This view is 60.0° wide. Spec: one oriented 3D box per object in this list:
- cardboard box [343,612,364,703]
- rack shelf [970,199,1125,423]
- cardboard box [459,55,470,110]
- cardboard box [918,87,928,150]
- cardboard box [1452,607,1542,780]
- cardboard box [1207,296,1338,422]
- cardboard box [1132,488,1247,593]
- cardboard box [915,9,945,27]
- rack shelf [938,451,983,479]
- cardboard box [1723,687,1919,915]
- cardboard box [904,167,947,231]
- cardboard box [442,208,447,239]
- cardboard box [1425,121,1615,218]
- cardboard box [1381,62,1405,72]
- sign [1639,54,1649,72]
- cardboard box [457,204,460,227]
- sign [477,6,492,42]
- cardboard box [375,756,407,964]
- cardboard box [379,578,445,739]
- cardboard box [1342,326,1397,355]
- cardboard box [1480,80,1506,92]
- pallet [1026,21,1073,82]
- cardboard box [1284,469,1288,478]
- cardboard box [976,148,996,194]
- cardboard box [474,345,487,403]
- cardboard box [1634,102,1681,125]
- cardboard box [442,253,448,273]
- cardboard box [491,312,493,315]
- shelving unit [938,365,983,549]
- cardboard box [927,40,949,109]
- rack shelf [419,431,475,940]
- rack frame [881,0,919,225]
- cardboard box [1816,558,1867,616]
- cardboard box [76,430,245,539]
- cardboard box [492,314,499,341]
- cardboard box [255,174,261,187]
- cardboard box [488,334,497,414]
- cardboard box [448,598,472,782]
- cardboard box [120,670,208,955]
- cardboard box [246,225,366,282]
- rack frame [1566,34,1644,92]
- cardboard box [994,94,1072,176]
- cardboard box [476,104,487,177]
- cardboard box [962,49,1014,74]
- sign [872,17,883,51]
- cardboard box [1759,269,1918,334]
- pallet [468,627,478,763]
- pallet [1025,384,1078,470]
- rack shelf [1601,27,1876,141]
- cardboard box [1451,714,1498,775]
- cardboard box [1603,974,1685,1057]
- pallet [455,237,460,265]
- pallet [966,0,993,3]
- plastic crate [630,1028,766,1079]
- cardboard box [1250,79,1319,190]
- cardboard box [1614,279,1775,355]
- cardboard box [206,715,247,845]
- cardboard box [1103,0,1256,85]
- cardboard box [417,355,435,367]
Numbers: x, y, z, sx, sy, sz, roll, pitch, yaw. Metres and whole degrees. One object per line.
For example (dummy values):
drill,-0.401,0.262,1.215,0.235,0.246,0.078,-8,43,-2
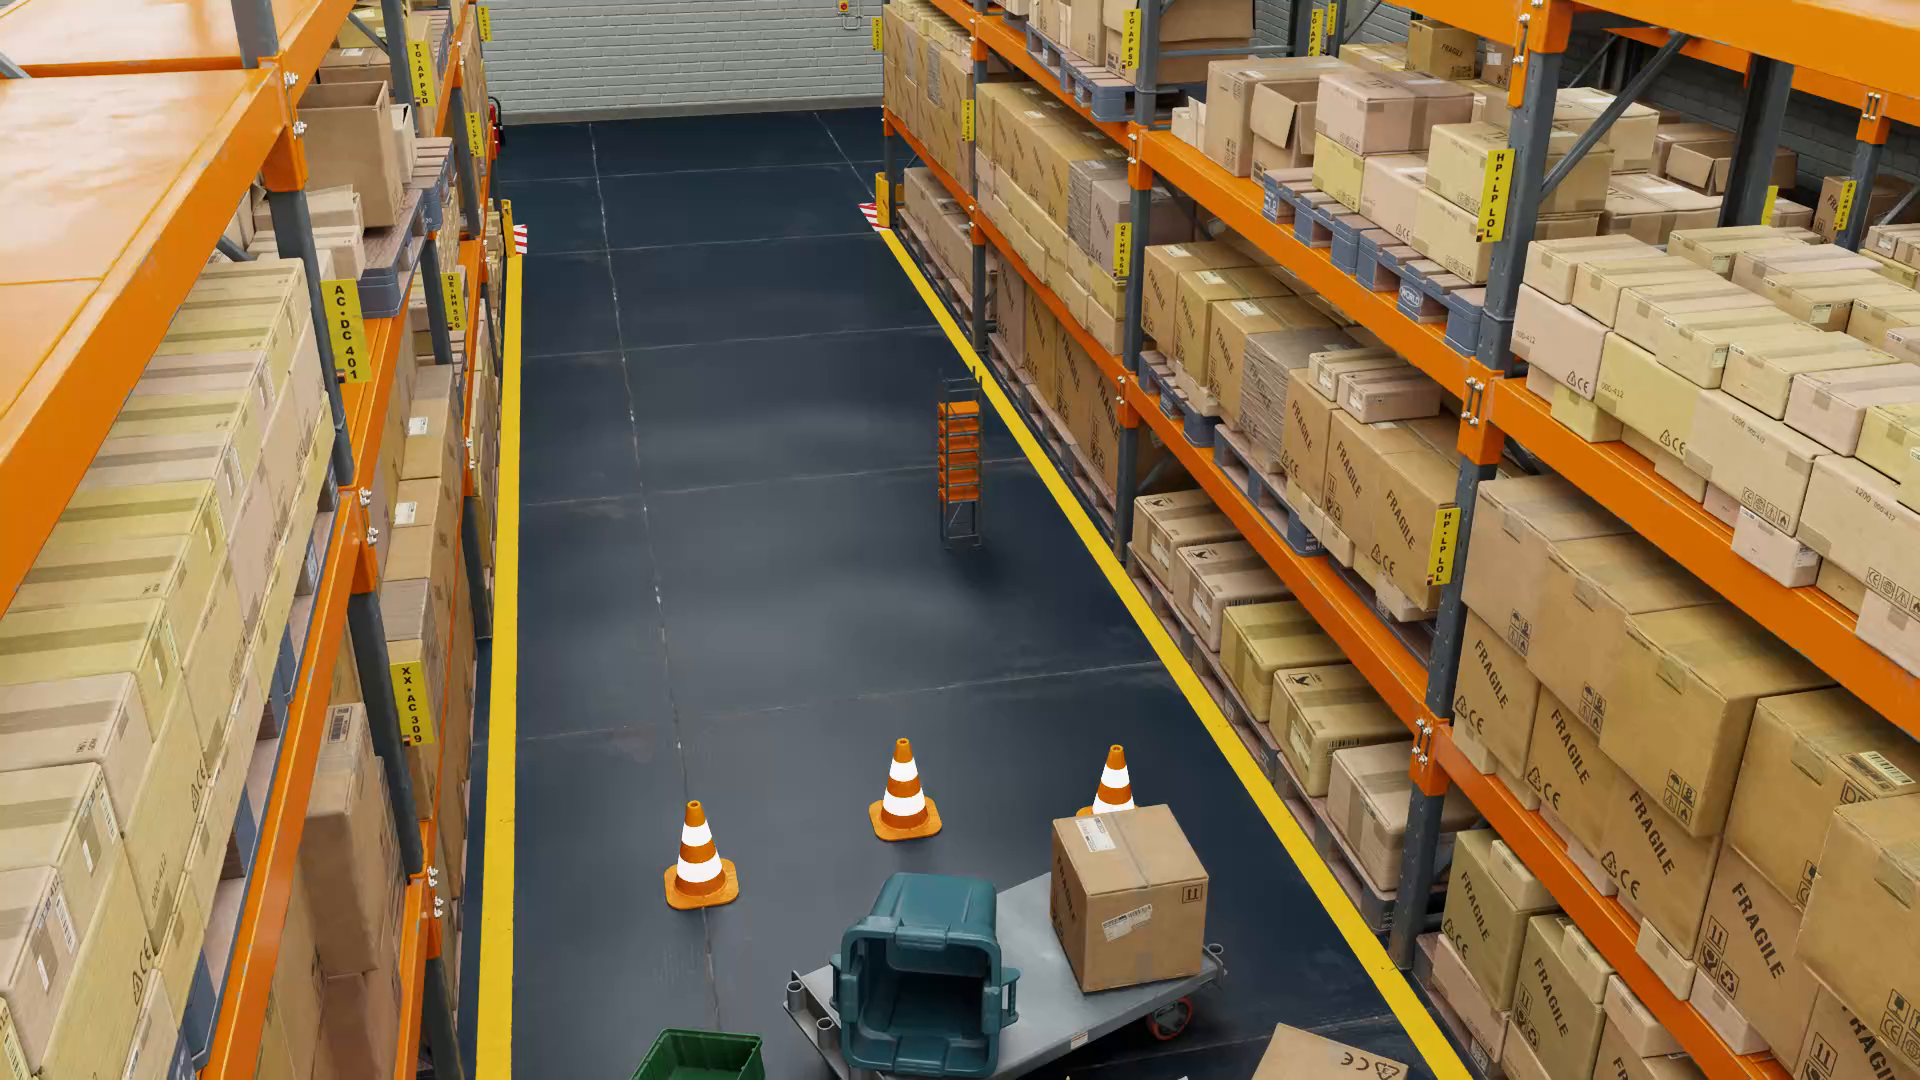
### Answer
cardboard box,-2.510,0.326,5.902,0.700,0.500,0.500,-6,27,-12
rack shelf,1.056,-1.826,12.184,1.077,0.370,4.000,-6,27,-12
cardboard box,-4.191,-3.551,13.252,0.500,0.500,0.500,-7,28,-13
cardboard box,-0.101,-3.923,15.430,0.500,0.500,0.500,-5,27,-10
cardboard box,2.236,0.531,6.275,0.500,0.500,0.500,-6,27,-12
cardboard box,1.633,-0.952,8.747,0.500,0.500,0.500,-5,27,-11
cardboard box,1.624,-0.034,10.286,0.950,0.372,0.625,-8,28,-15
cardboard box,-0.208,-4.807,15.350,0.380,0.149,0.250,-6,27,-11
rack shelf,0.003,-0.490,10.834,0.258,0.103,0.180,-6,27,-12
cardboard box,2.683,0.748,4.736,0.700,0.500,0.500,-6,27,-12
cardboard box,-0.050,-3.545,17.169,0.875,0.438,0.875,-7,28,-13
cardboard box,-3.621,-2.090,11.061,0.380,0.149,0.250,-7,28,-14
cardboard box,2.153,-1.437,6.432,0.500,0.250,0.500,-5,27,-10
cardboard box,4.610,-4.683,16.881,0.500,0.250,0.500,-6,27,-13
sign,5.980,-4.106,14.617,0.100,0.325,0.005,-6,27,-12
cardboard box,-3.912,-2.399,12.334,0.380,0.149,0.250,-7,28,-13
sign,-4.551,-4.940,15.918,0.100,0.325,0.005,-6,27,-12
cardboard box,-2.297,1.128,5.367,0.875,0.550,0.550,-6,27,-12
cardboard box,-2.363,0.510,6.647,0.500,0.500,0.500,-6,27,-11
cardboard box,2.244,-0.776,8.397,0.500,0.500,0.500,-7,28,-14
cardboard box,5.358,-4.288,16.099,0.500,0.250,0.500,-5,27,-10
pallet,1.055,-3.292,11.170,1.003,0.211,1.213,-5,27,-9
cardboard box,1.848,-0.362,8.297,0.380,0.149,0.250,-7,28,-13
cardboard box,0.430,-2.960,13.243,0.500,0.250,0.500,-7,28,-13
cardboard box,-3.545,-1.125,11.473,0.500,0.250,0.500,-7,28,-14
cardboard box,5.448,-3.300,13.729,0.700,0.500,0.500,-6,27,-11
cardboard box,-3.498,-1.728,10.674,0.380,0.149,0.250,-6,27,-12
cardboard box,-4.130,-1.806,14.044,0.380,0.149,0.250,-6,27,-12
shelving unit,0.003,-0.529,10.814,0.258,1.200,0.189,-6,27,-12
cardboard box,-0.001,-4.141,14.752,0.500,0.500,0.500,-6,27,-11
rack shelf,-2.843,0.477,7.621,1.077,0.370,4.000,-6,27,-12
rack frame,-0.296,-4.781,17.240,1.000,3.000,0.127,-6,27,-12
cardboard box,2.587,0.100,4.519,0.380,0.149,0.250,-6,27,-11
cardboard box,-1.715,-0.099,3.451,0.380,0.149,0.250,-6,27,-12
cardboard box,-3.965,-1.717,13.538,0.380,0.149,0.250,-5,27,-9
cardboard box,-3.116,-1.468,6.869,0.500,0.311,0.500,-6,27,-13
cardboard box,-3.783,-1.250,12.553,0.500,0.500,0.500,-6,27,-13
cardboard box,-3.043,0.755,8.303,1.050,0.750,0.750,-6,27,-11
cardboard box,-1.579,0.471,2.765,0.500,0.250,0.500,-6,27,-12
cardboard box,-2.454,-1.067,6.254,0.380,0.149,0.250,-6,27,-12
rack frame,5.440,-3.531,14.763,1.000,3.000,0.127,-6,27,-12
cardboard box,0.566,-3.073,12.636,0.500,0.500,0.500,-6,27,-12
cardboard box,-4.258,-3.340,13.943,0.500,0.500,0.500,-7,28,-13
cardboard box,0.226,-3.909,13.571,0.380,0.149,0.250,-7,28,-13
sign,-0.838,-5.149,16.921,0.100,0.325,0.005,-6,27,-12
cardboard box,2.797,-0.749,5.317,0.380,0.149,0.250,-5,27,-10
pallet,-3.189,0.877,9.126,1.003,0.211,1.213,-6,27,-12
pallet,1.131,-0.913,12.670,1.003,0.211,1.213,-6,27,-12
rack shelf,5.891,-3.671,12.510,1.077,0.370,4.000,-6,27,-12
cardboard box,2.167,0.770,6.521,0.380,0.149,0.250,-6,27,-12
cardboard box,2.429,1.593,5.644,0.380,0.149,0.250,-4,27,-9
pallet,-4.164,-2.042,12.026,1.003,0.211,1.213,-6,27,-12
pallet,0.431,-4.685,13.819,1.003,0.211,1.213,-6,27,-12
plastic crate,-1.076,2.207,6.452,0.450,0.188,0.662,-2,25,20
cardboard box,1.878,-1.988,8.262,0.797,0.503,0.637,-6,27,-12
cardboard box,2.299,-0.697,5.212,0.380,0.149,0.250,-7,28,-13
cardboard box,-1.598,0.482,3.185,0.380,0.149,0.250,-6,27,-11
cardboard box,1.275,-2.992,9.786,0.797,0.503,0.637,-8,28,-15
cardboard box,-3.198,-1.014,9.590,0.380,0.149,0.250,-6,27,-12
